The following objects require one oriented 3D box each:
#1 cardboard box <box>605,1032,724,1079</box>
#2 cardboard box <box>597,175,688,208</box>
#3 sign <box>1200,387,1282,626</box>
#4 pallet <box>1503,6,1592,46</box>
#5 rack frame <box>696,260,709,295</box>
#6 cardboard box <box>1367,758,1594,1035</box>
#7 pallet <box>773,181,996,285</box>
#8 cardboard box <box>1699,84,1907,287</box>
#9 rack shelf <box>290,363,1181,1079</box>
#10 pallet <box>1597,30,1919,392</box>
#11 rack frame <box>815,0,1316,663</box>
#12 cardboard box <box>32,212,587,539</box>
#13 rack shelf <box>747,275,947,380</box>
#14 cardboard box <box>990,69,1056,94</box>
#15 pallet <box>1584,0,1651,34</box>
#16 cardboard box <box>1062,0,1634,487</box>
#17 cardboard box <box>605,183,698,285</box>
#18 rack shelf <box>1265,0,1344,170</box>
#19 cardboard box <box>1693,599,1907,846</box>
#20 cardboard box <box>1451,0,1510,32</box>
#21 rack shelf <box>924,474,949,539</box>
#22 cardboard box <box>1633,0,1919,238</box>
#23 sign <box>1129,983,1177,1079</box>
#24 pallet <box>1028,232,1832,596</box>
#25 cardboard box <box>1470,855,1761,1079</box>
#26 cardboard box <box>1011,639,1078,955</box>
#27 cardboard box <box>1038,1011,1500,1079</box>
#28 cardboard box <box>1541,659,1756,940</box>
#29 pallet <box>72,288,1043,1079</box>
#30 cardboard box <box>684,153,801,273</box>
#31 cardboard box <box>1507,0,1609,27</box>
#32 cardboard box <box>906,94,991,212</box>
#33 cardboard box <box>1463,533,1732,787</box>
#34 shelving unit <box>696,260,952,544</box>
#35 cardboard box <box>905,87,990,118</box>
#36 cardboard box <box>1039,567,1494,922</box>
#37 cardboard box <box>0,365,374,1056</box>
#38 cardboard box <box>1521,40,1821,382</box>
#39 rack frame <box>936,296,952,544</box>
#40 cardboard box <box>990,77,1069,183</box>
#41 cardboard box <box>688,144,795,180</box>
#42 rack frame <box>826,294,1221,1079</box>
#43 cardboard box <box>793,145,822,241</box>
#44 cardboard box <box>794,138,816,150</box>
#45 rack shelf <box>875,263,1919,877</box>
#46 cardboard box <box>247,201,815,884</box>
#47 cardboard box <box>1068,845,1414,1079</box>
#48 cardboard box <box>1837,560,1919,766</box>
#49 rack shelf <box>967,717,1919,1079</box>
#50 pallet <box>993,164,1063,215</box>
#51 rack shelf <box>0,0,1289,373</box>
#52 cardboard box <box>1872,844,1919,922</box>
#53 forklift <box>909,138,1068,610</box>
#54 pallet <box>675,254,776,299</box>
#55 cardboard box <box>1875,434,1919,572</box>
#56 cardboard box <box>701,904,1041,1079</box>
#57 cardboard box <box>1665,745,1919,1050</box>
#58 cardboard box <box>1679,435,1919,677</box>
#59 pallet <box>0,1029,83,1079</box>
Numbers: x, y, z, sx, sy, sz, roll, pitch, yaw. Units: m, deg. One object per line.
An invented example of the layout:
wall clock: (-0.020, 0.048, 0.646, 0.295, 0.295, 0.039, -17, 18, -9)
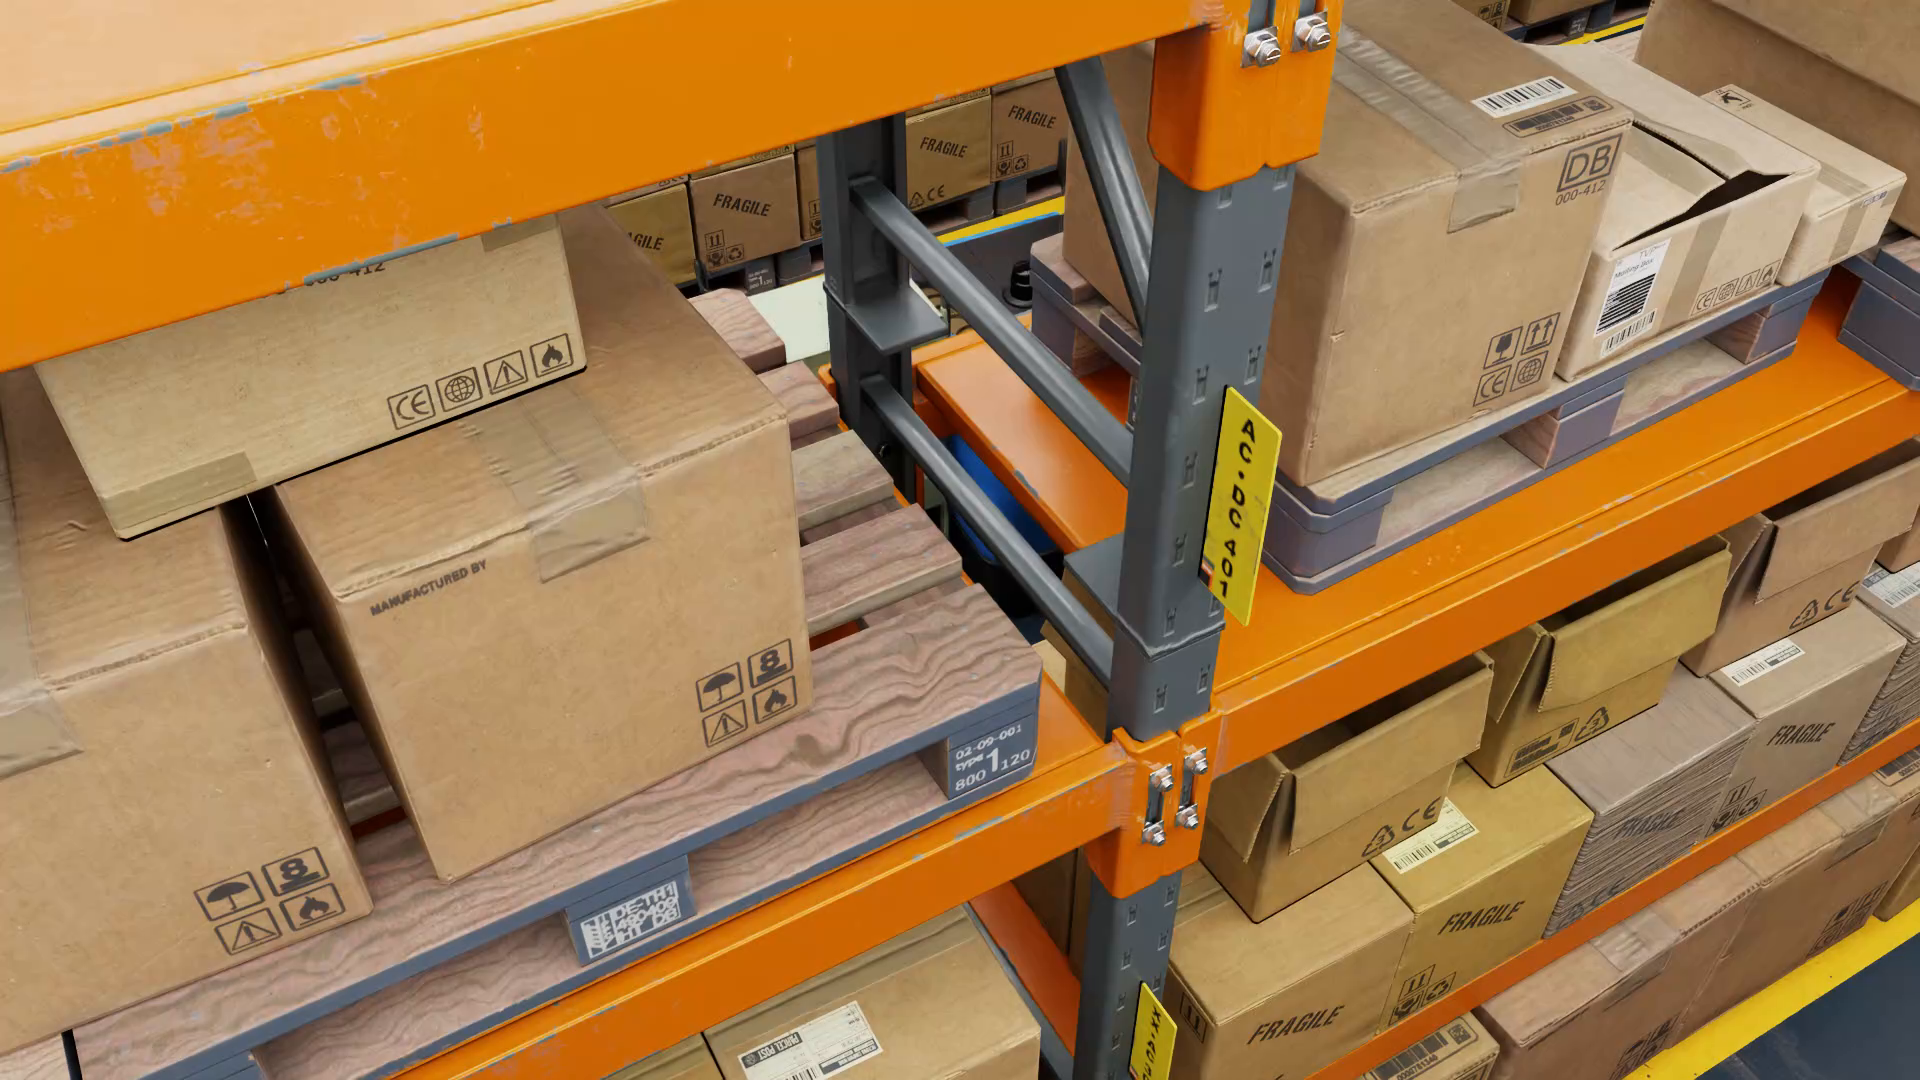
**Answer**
cardboard box: (-0.637, 1.091, 2.828, 0.500, 0.500, 0.500, -21, 48, -21)
cardboard box: (-1.546, -1.729, 7.333, 0.500, 0.250, 0.500, -24, 49, -23)
sign: (0.343, -0.035, 2.051, 0.005, 0.325, 0.100, -22, 48, -21)
pallet: (2.928, -3.145, 9.839, 1.213, 0.211, 1.003, -22, 48, -21)
rack frame: (-0.784, -0.272, 5.953, 0.023, 1.500, 0.400, -19, 47, -19)
cardboard box: (1.024, 0.701, 3.802, 0.500, 0.500, 0.500, -22, 48, -21)
pallet: (-0.585, -1.806, 8.459, 1.213, 0.211, 1.003, -22, 48, -21)
cardboard box: (1.431, -0.642, 2.983, 0.250, 0.149, 0.380, -24, 49, -23)
rack shelf: (-1.669, 0.796, 2.139, 4.000, 0.370, 1.077, -22, 48, -21)
pallet: (2.033, -0.831, 3.434, 1.213, 0.211, 1.003, -20, 47, -19)
rack frame: (0.065, -1.232, 1.558, 0.127, 3.000, 1.000, -22, 48, -21)
cardboard box: (-0.753, -0.325, 1.794, 0.500, 0.250, 0.500, -25, 49, -23)
rack shelf: (-0.457, -0.667, 5.800, 0.720, 0.370, 0.431, -19, 47, -19)
cardboard box: (0.255, -2.443, 8.068, 0.500, 0.250, 0.500, -21, 48, -20)
pallet: (3.987, -3.571, 10.278, 1.213, 0.211, 1.003, -22, 48, -21)
cardboard box: (0.563, -0.550, 2.636, 0.500, 0.500, 0.700, -21, 48, -20)
cardboard box: (-1.545, -1.460, 7.593, 0.500, 0.500, 0.500, -20, 48, -19)
rack shelf: (1.799, -1.525, 2.663, 4.000, 0.370, 1.077, -22, 48, -21)
cardboard box: (1.904, 0.345, 4.169, 0.500, 0.500, 0.500, -21, 48, -20)
cardboard box: (2.479, -3.303, 9.314, 0.750, 0.750, 1.050, -21, 48, -20)
rack shelf: (-0.457, -0.153, 6.299, 0.720, 0.370, 0.431, -19, 47, -19)
cardboard box: (1.773, -1.010, 3.107, 0.637, 0.503, 0.797, -22, 48, -21)
sign: (0.343, 0.916, 2.974, 0.005, 0.325, 0.100, -22, 48, -21)
pallet: (0.836, -0.435, 3.028, 1.217, 0.209, 0.805, -24, 49, -22)
cardboard box: (1.385, 0.988, 4.803, 0.875, 0.875, 1.225, -23, 49, -22)
cardboard box: (0.335, 0.557, 3.950, 0.500, 0.500, 0.500, -22, 48, -21)
cardboard box: (0.610, 1.298, 4.483, 0.875, 0.875, 1.225, -22, 48, -21)
cardboard box: (1.458, 0.528, 3.981, 0.500, 0.500, 0.500, -23, 49, -22)
pallet: (-0.649, 0.153, 2.348, 1.213, 0.211, 1.003, -22, 48, -21)
cardboard box: (-1.087, -1.644, 7.784, 0.500, 0.500, 0.500, -20, 48, -19)
cardboard box: (3.287, -3.627, 9.647, 0.750, 0.750, 1.050, -22, 48, -21)
cardboard box: (-0.193, -1.994, 8.144, 0.500, 0.500, 0.500, -24, 49, -23)
cardboard box: (1.216, 0.067, 3.735, 0.637, 0.503, 0.797, -21, 48, -21)
shelving unit: (-0.457, -0.387, 6.072, 0.755, 1.500, 0.431, -19, 47, -19)
cardboard box: (-0.193, -2.276, 7.896, 0.500, 0.250, 0.500, -21, 48, -20)
cardboard box: (0.615, 0.298, 3.497, 0.637, 0.503, 0.797, -23, 49, -22)
cardboard box: (-1.052, 0.113, 1.880, 0.500, 0.500, 0.700, -19, 47, -19)
cardboard box: (1.061, -0.601, 2.824, 0.500, 0.311, 0.500, -23, 49, -22)
rack frame: (-0.131, -0.503, 6.191, 0.023, 1.500, 0.400, -19, 47, -19)
cardboard box: (0.258, -2.187, 8.343, 0.500, 0.500, 0.500, -20, 48, -19)
cardboard box: (-1.085, -1.916, 7.525, 0.500, 0.250, 0.500, -21, 48, -20)
rack frame: (0.065, 0.921, 3.648, 0.127, 3.000, 1.000, -22, 48, -21)
cardboard box: (-0.640, -1.834, 7.979, 0.500, 0.500, 0.500, -21, 48, -20)
cardboard box: (-0.641, -2.090, 7.704, 0.500, 0.250, 0.500, -20, 48, -19)
rack shelf: (1.799, -0.592, 3.569, 4.000, 0.370, 1.077, -22, 48, -21)
cardboard box: (-0.583, -0.071, 2.070, 0.500, 0.500, 0.700, -25, 49, -23)
cardboard box: (0.589, 0.876, 3.622, 0.500, 0.500, 0.500, -22, 48, -21)
cardboard box: (2.345, 0.169, 4.350, 0.500, 0.500, 0.500, -23, 49, -22)
rack shelf: (1.799, 0.485, 4.613, 4.000, 0.370, 1.077, -22, 48, -21)
pallet: (0.472, -2.227, 8.893, 1.213, 0.211, 1.003, -22, 48, -21)
rack shelf: (-1.669, -0.137, 1.233, 4.000, 0.370, 1.077, -22, 48, -21)
cardboard box: (2.925, 0.371, 5.438, 0.875, 0.875, 1.225, -24, 49, -23)
forklift: (1.235, -1.507, 6.199, 3.031, 2.935, 1.130, -19, 47, -19)
pallet: (-1.644, -1.380, 8.020, 1.213, 0.211, 1.003, -22, 48, -21)
cardboard box: (2.325, -0.395, 4.211, 0.637, 0.503, 0.797, -21, 48, -20)
cardboard box: (-0.200, 0.919, 3.004, 0.500, 0.500, 0.500, -20, 48, -20)
cardboard box: (2.148, 0.676, 5.124, 0.875, 0.875, 1.225, -22, 48, -21)
cardboard box: (1.747, -0.158, 3.967, 0.637, 0.503, 0.797, -20, 48, -20)
pallet: (-1.706, 0.574, 1.915, 1.213, 0.211, 1.003, -22, 48, -21)
